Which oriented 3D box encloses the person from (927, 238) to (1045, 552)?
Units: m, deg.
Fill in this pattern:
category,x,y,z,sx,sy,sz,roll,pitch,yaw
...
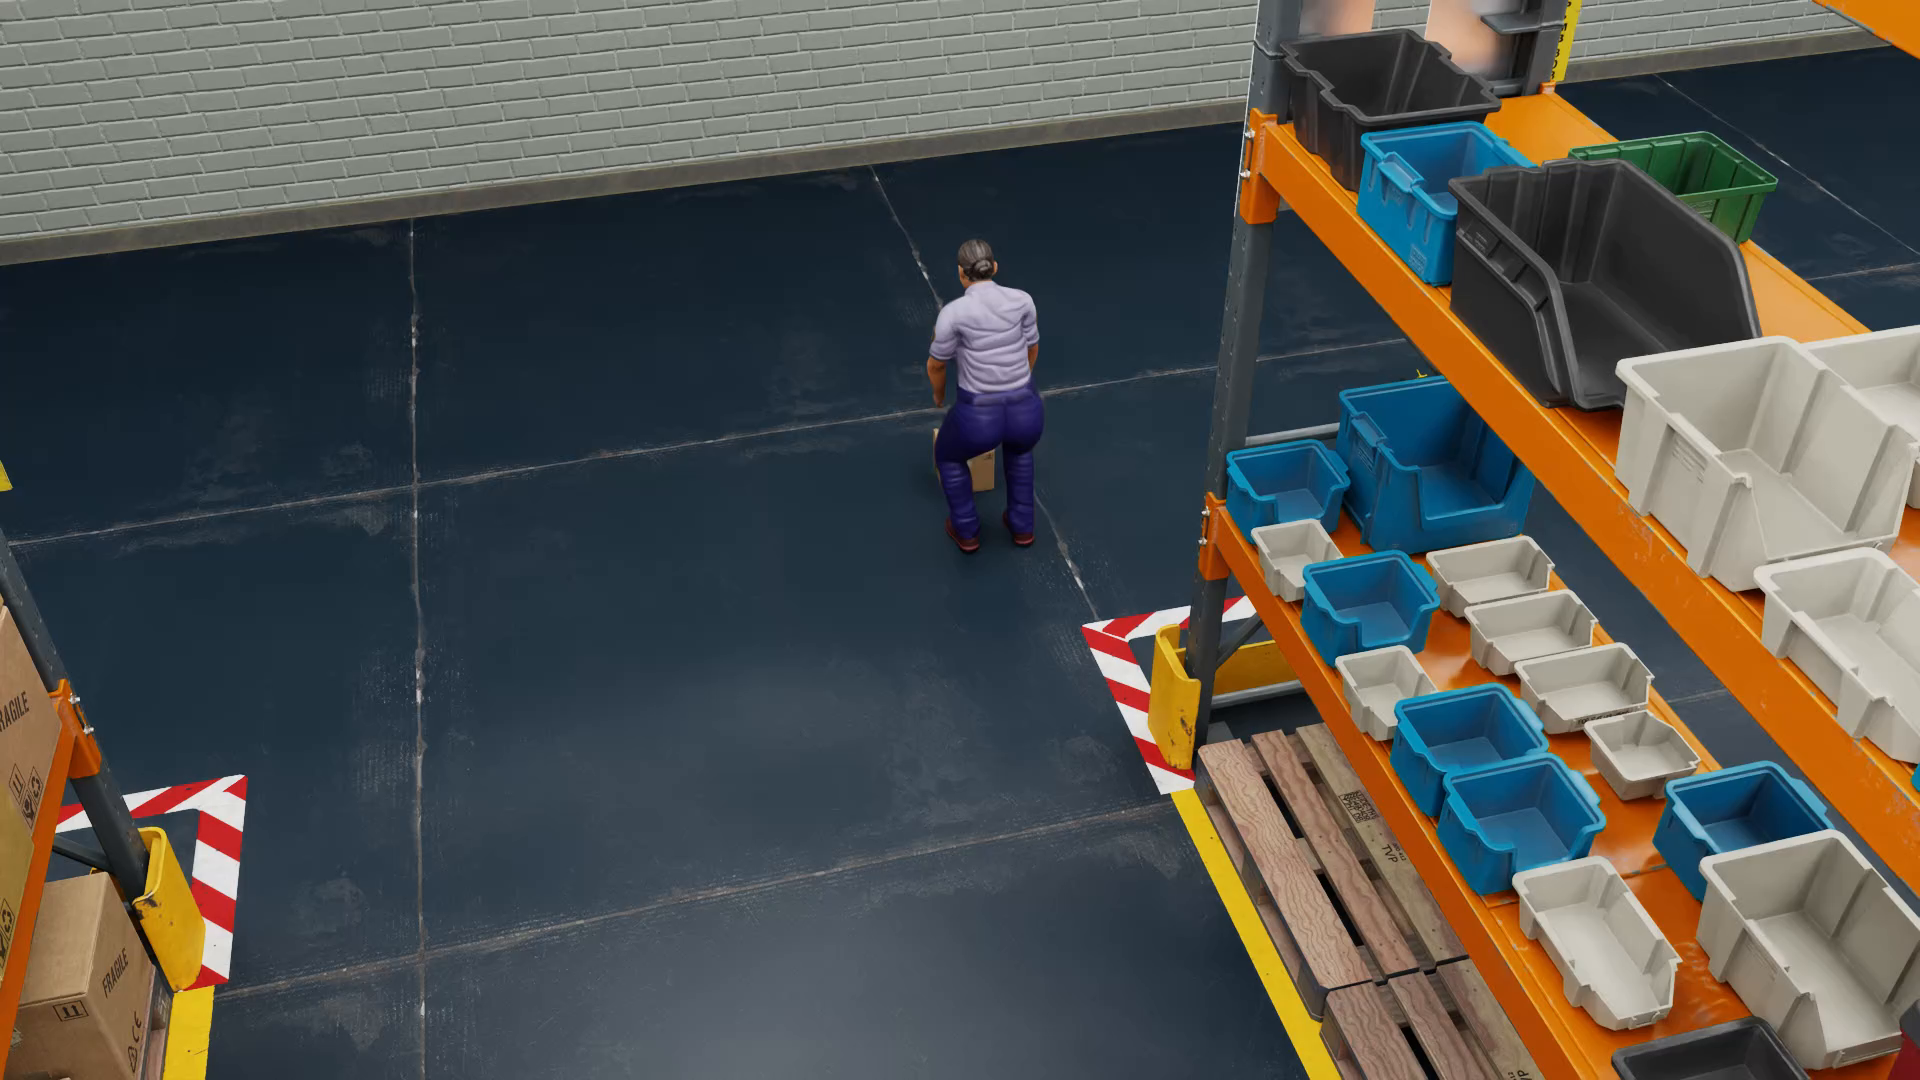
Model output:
category,x,y,z,sx,sy,sz,roll,pitch,yaw
person,0.116,-0.612,7.618,0.522,1.510,0.529,-9,39,-11
